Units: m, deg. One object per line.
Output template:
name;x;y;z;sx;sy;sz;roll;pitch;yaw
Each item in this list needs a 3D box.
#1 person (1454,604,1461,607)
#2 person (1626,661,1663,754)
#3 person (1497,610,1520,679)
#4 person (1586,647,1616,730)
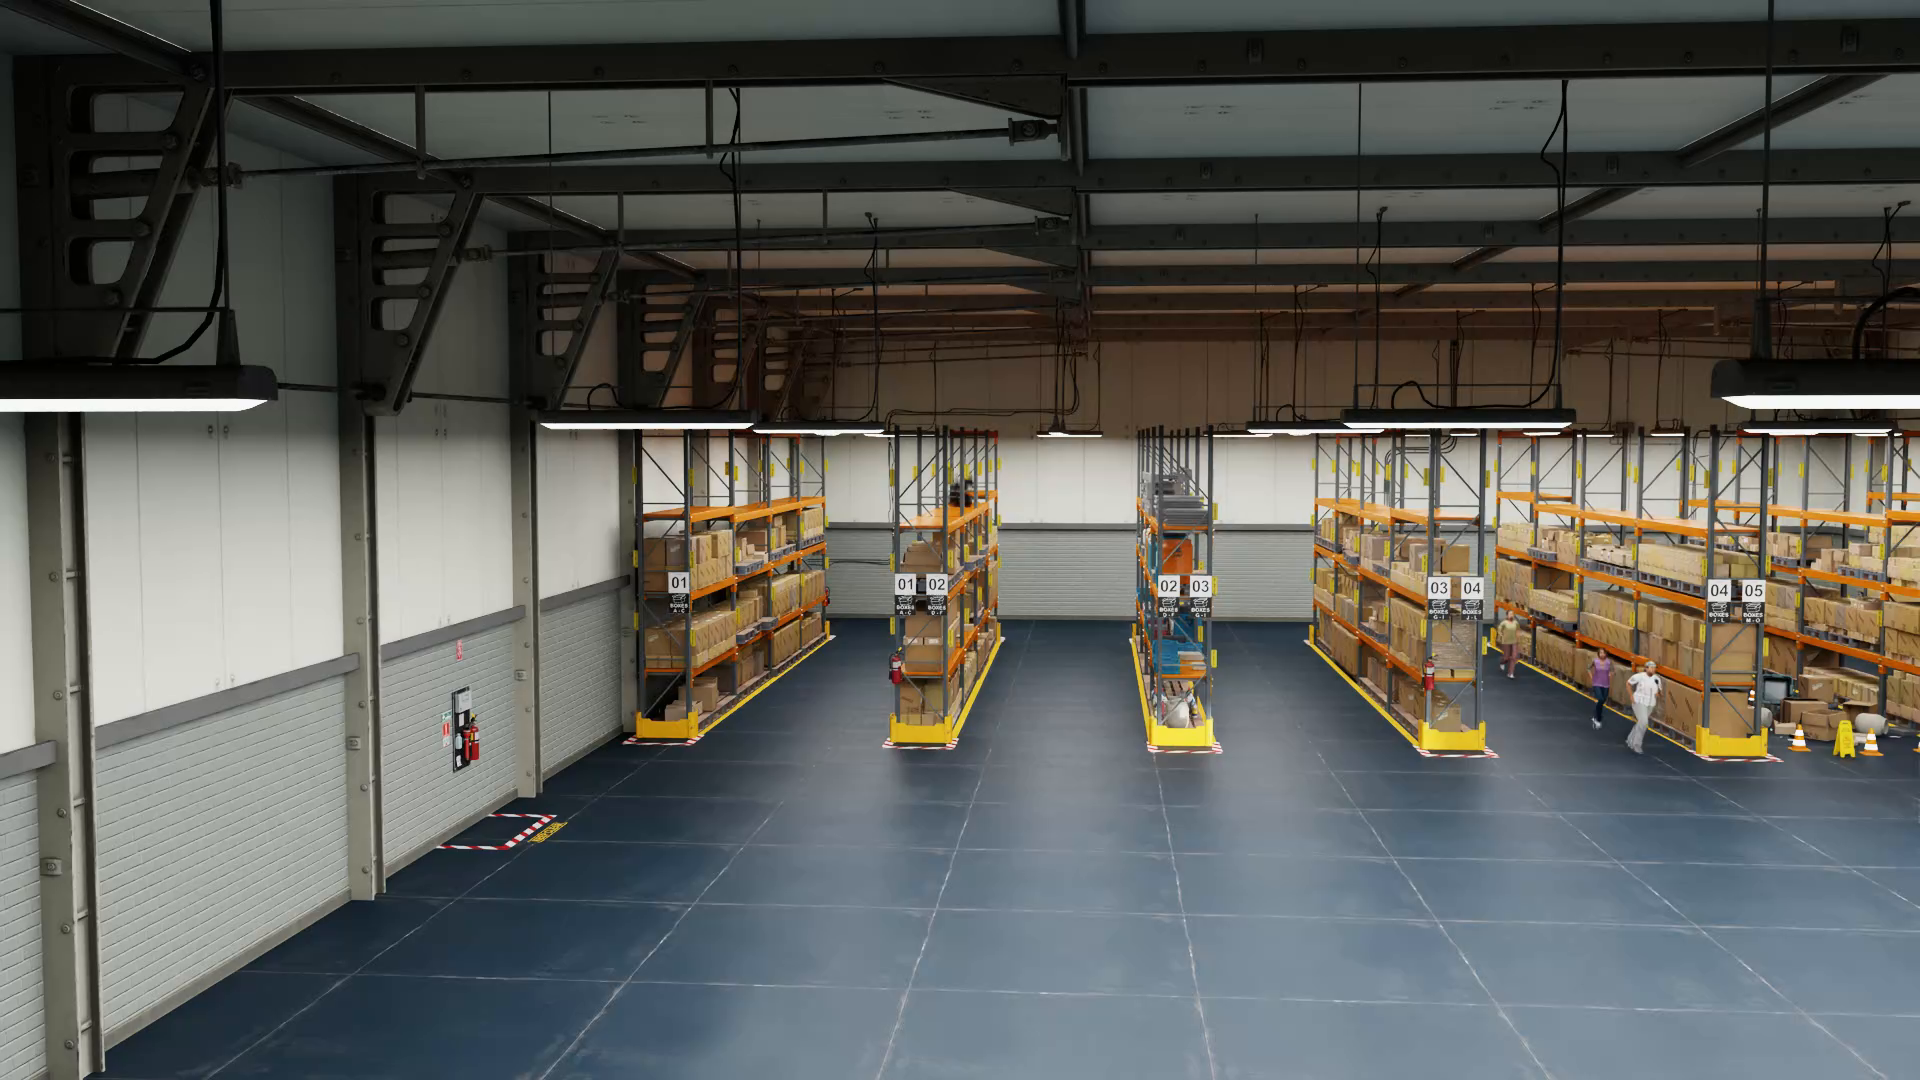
person;13.408;2.247;44.490;0.625;1.670;0.897;1;3;11
person;12.626;3.074;30.686;0.609;1.703;0.679;-1;4;-14
person;13.274;2.494;40.151;0.578;1.637;0.763;0;3;-1
person;12.771;2.949;33.091;0.507;1.642;0.707;0;3;4
